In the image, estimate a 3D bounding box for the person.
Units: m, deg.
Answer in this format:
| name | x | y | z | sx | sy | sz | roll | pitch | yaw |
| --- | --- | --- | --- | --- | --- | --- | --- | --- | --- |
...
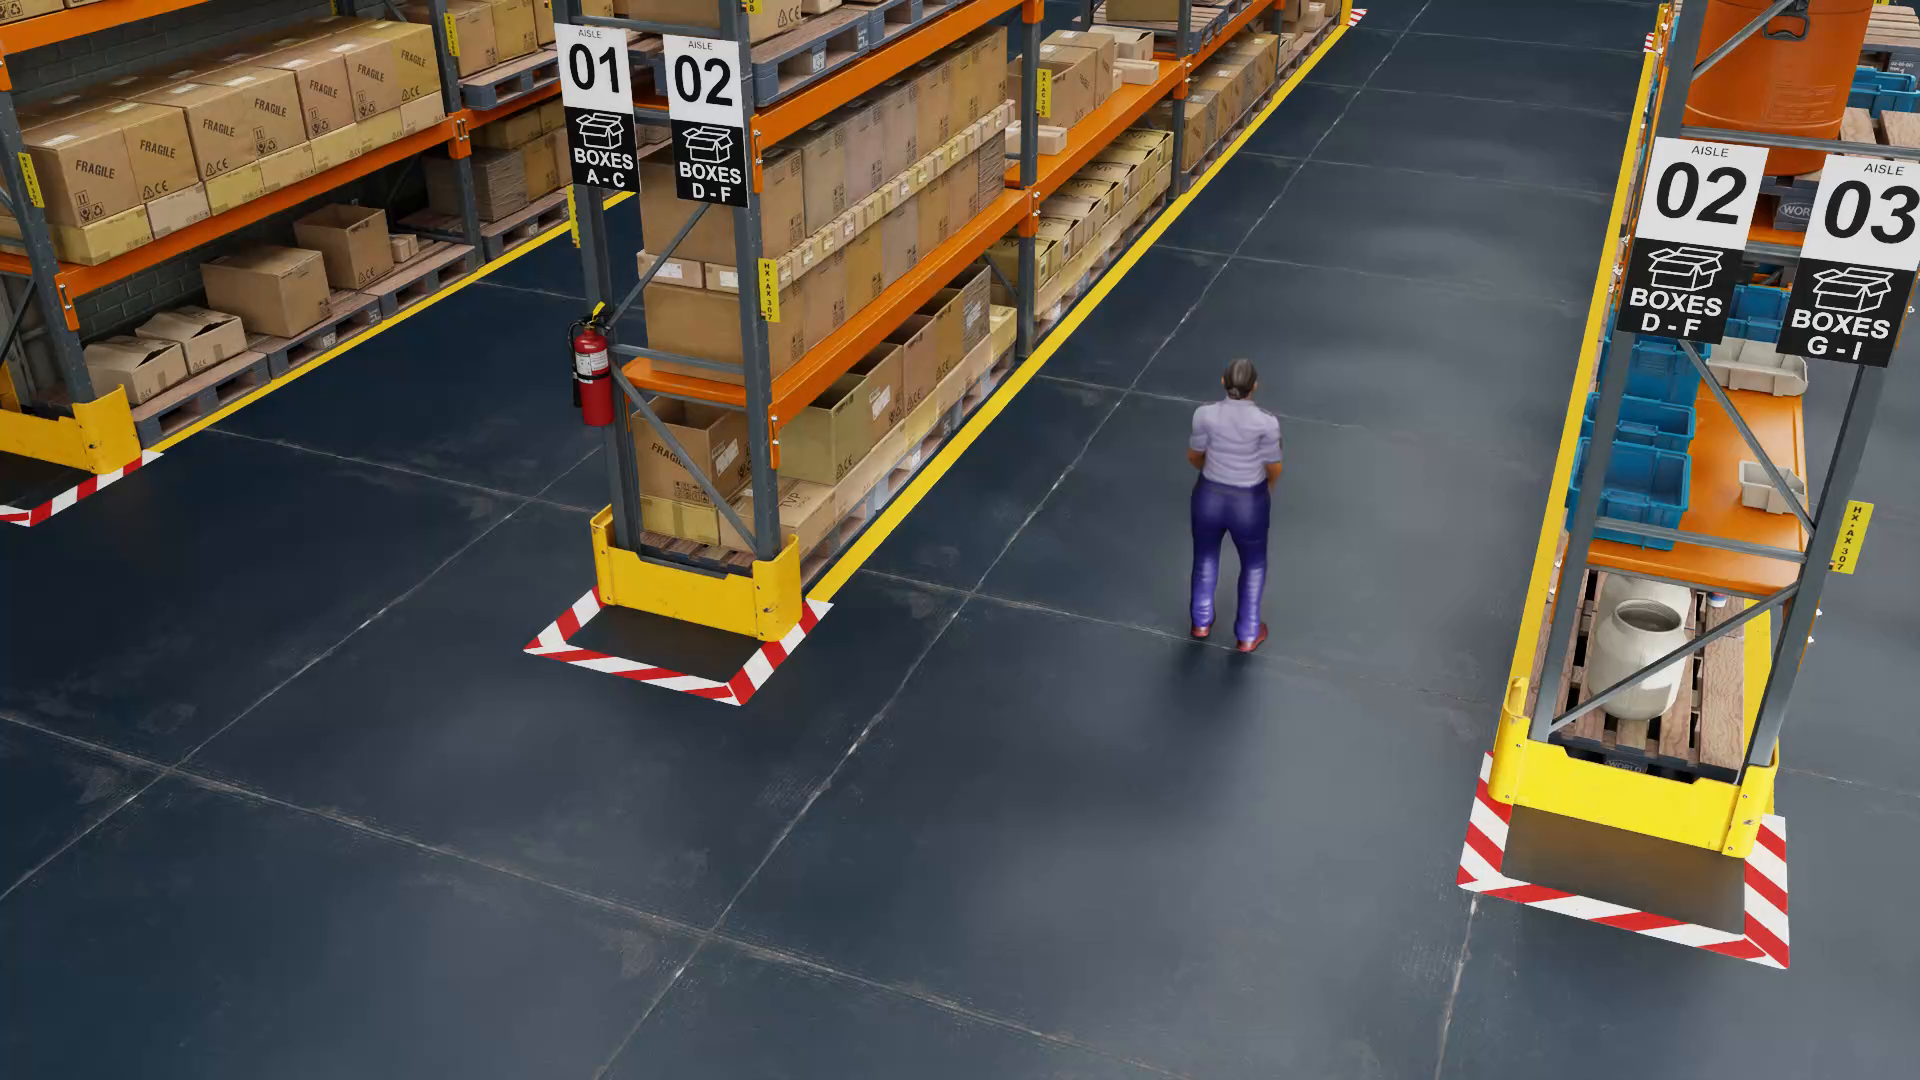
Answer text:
| name | x | y | z | sx | sy | sz | roll | pitch | yaw |
| --- | --- | --- | --- | --- | --- | --- | --- | --- | --- |
| person | 1.437 | -0.207 | 8.756 | 0.498 | 1.656 | 0.450 | 11 | 32 | 18 |
